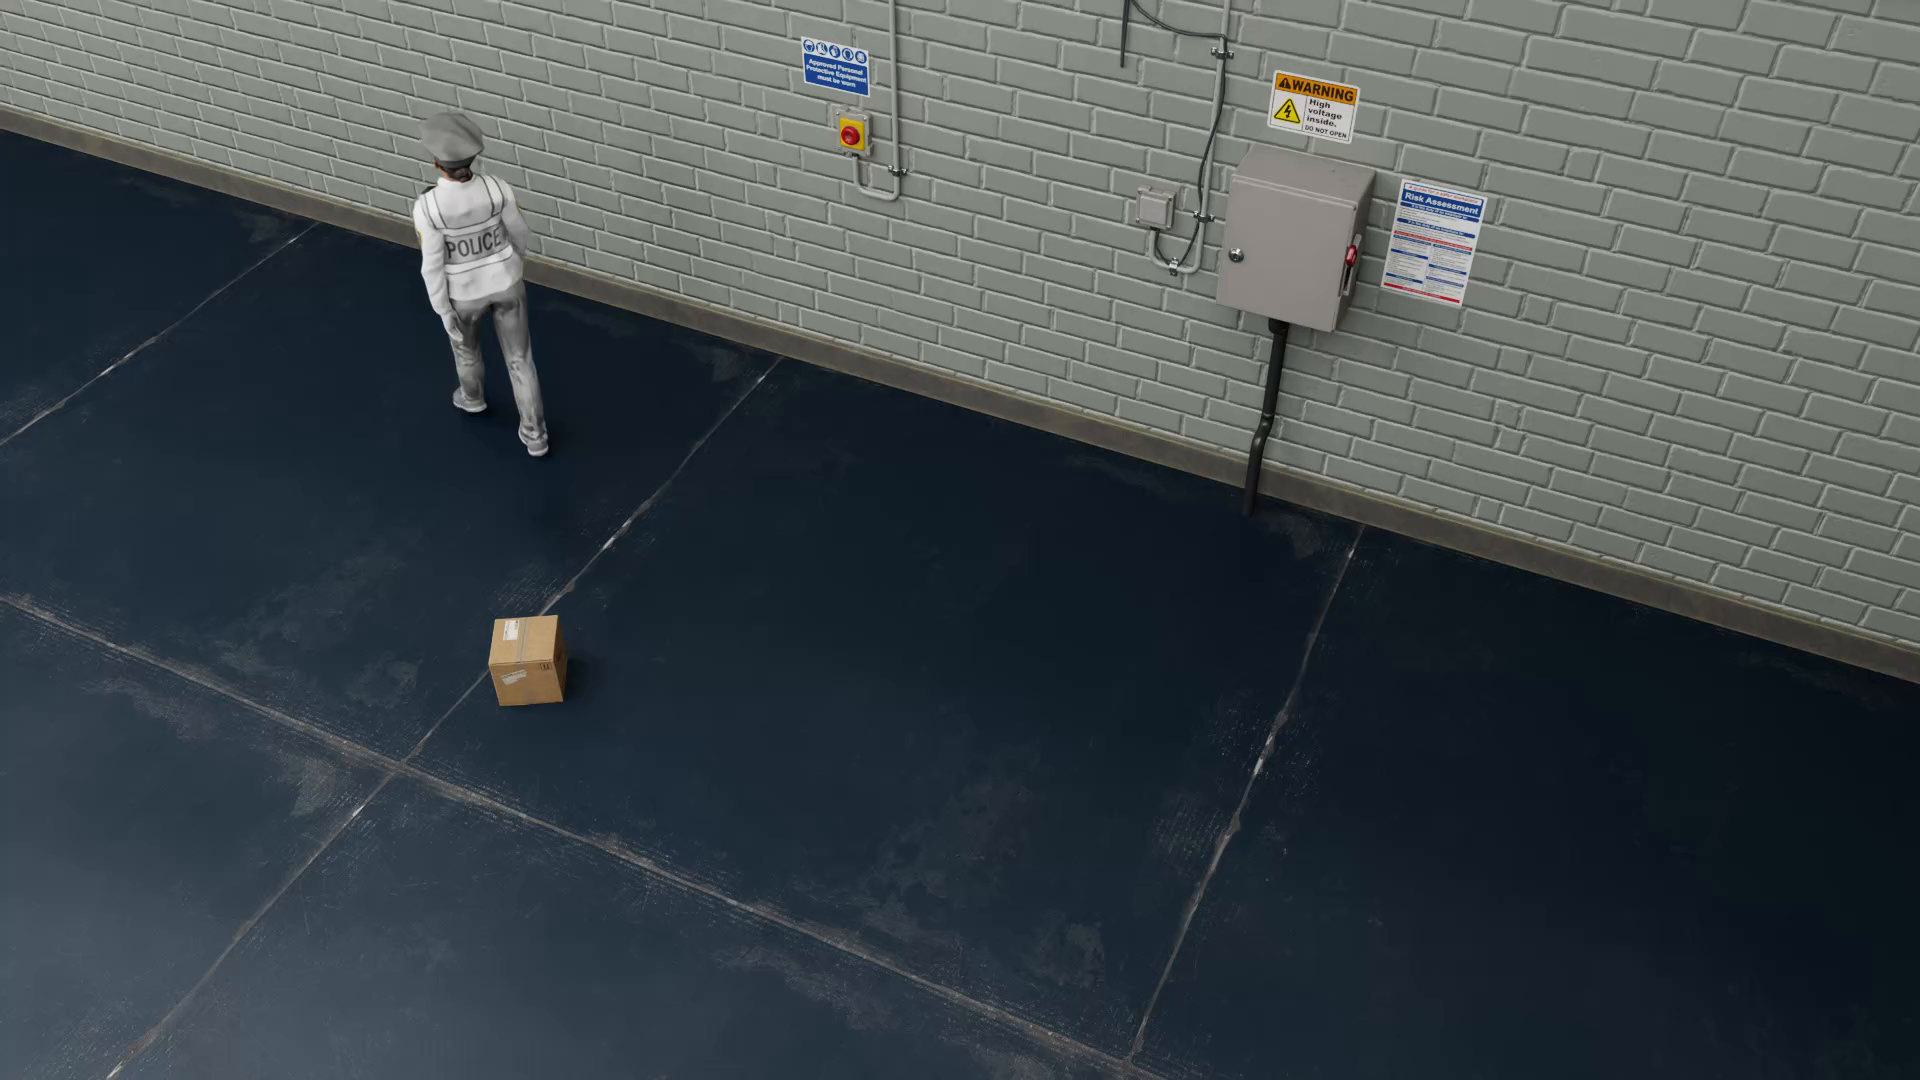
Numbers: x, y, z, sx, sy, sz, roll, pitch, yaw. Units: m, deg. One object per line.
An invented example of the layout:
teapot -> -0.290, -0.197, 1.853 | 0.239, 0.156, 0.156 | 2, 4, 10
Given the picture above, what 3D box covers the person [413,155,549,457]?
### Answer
person -> -2.156, -1.168, 7.445 | 0.498, 1.659, 0.709 | -17, 45, -18
